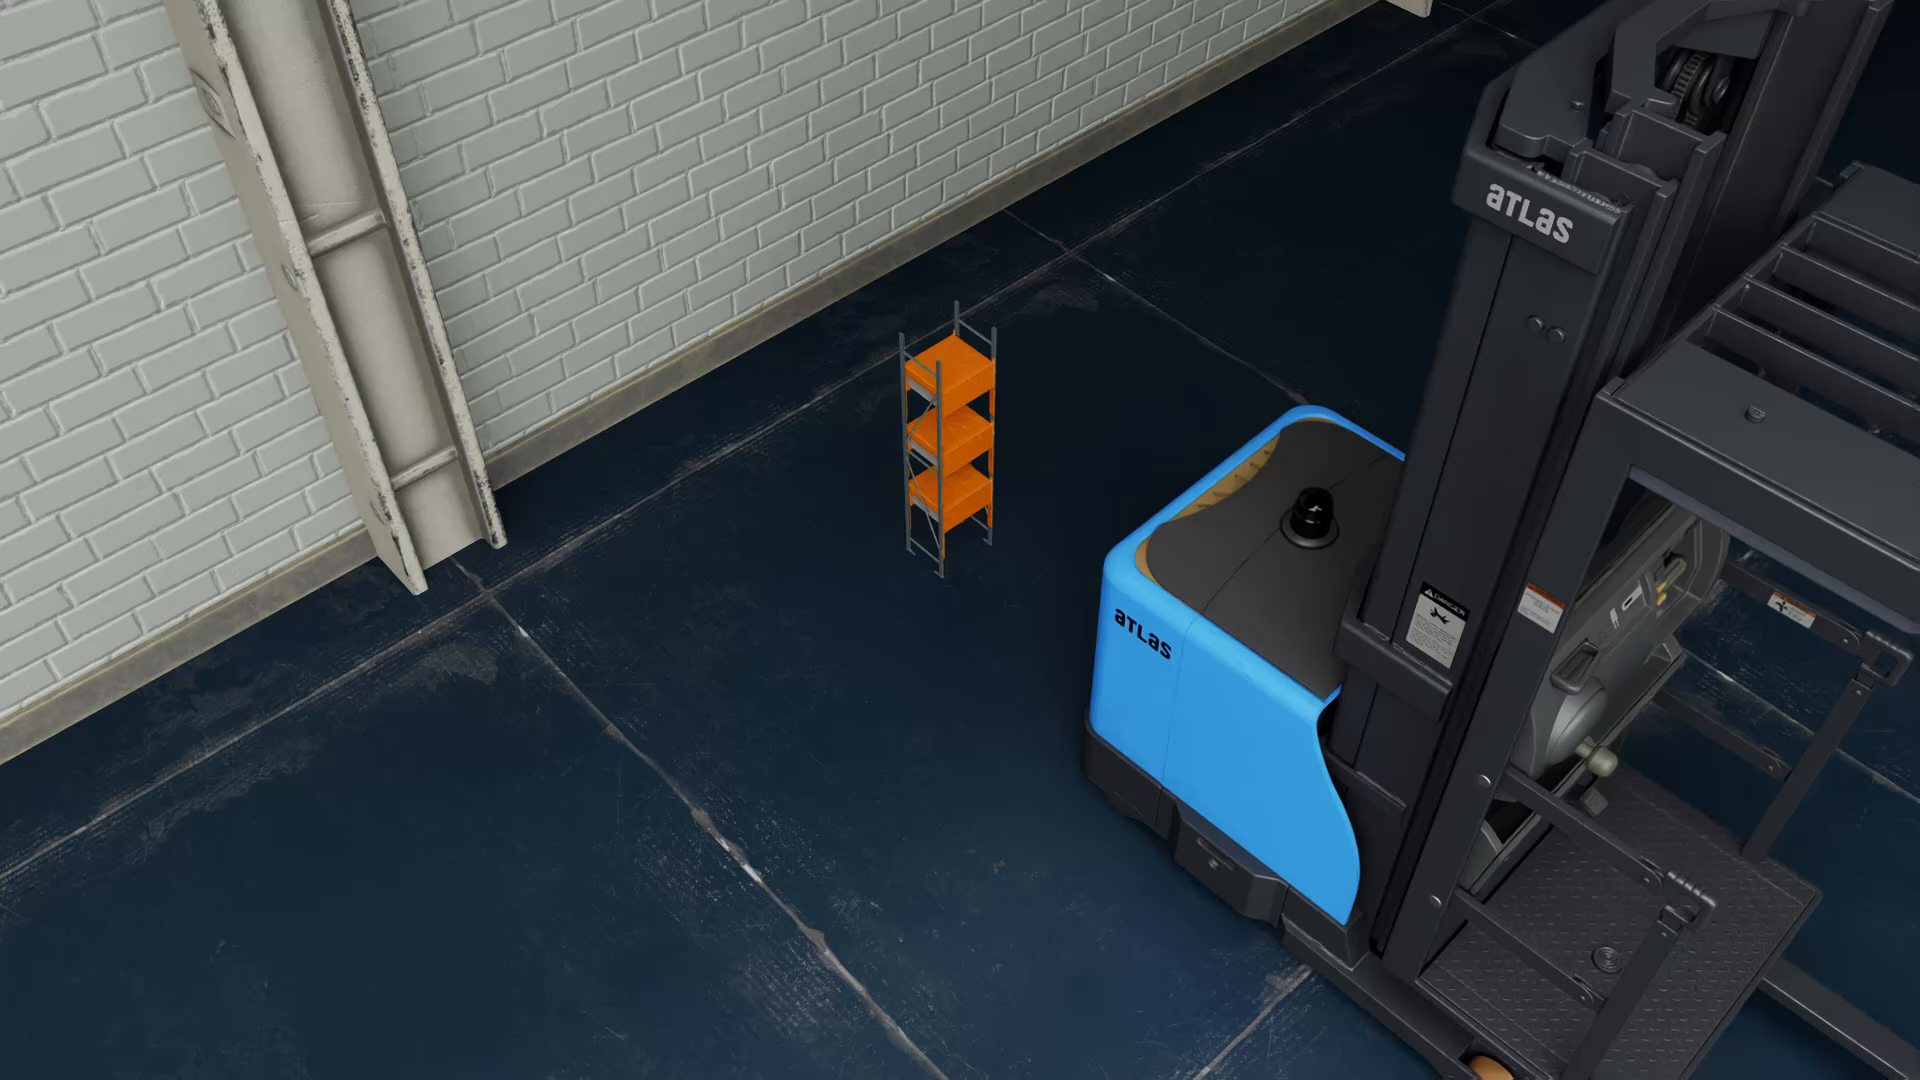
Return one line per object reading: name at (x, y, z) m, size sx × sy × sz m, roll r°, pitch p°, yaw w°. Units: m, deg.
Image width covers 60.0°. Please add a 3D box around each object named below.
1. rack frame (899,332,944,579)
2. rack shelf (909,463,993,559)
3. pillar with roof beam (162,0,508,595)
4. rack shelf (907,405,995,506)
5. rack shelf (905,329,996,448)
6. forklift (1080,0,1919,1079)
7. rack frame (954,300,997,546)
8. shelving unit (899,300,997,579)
rack frame at (-0.130, -0.269, 5.784) m, size 0.008 × 1.050 × 0.200 m, roll -34°, pitch 56°, yaw -27°
rack shelf at (-0.040, -0.134, 6.052) m, size 0.240 × 0.259 × 0.215 m, roll -34°, pitch 56°, yaw -27°
pillar with roof beam at (0.953, -0.688, 0.762) m, size 0.400 × 9.000 × 9.100 m, roll -34°, pitch 56°, yaw -27°
rack shelf at (-0.040, -0.322, 5.848) m, size 0.240 × 0.259 × 0.215 m, roll -34°, pitch 56°, yaw -27°
rack shelf at (-0.040, -0.515, 5.639) m, size 0.240 × 0.259 × 0.215 m, roll -34°, pitch 56°, yaw -27°
forklift at (1.791, 0.303, 3.976) m, size 1.130 × 2.935 × 3.031 m, roll -36°, pitch 57°, yaw -29°
rack frame at (0.051, -0.390, 5.895) m, size 0.008 × 1.050 × 0.200 m, roll -34°, pitch 56°, yaw -27°
shelving unit at (-0.040, -0.330, 5.840) m, size 0.252 × 1.050 × 0.215 m, roll -34°, pitch 56°, yaw -27°
